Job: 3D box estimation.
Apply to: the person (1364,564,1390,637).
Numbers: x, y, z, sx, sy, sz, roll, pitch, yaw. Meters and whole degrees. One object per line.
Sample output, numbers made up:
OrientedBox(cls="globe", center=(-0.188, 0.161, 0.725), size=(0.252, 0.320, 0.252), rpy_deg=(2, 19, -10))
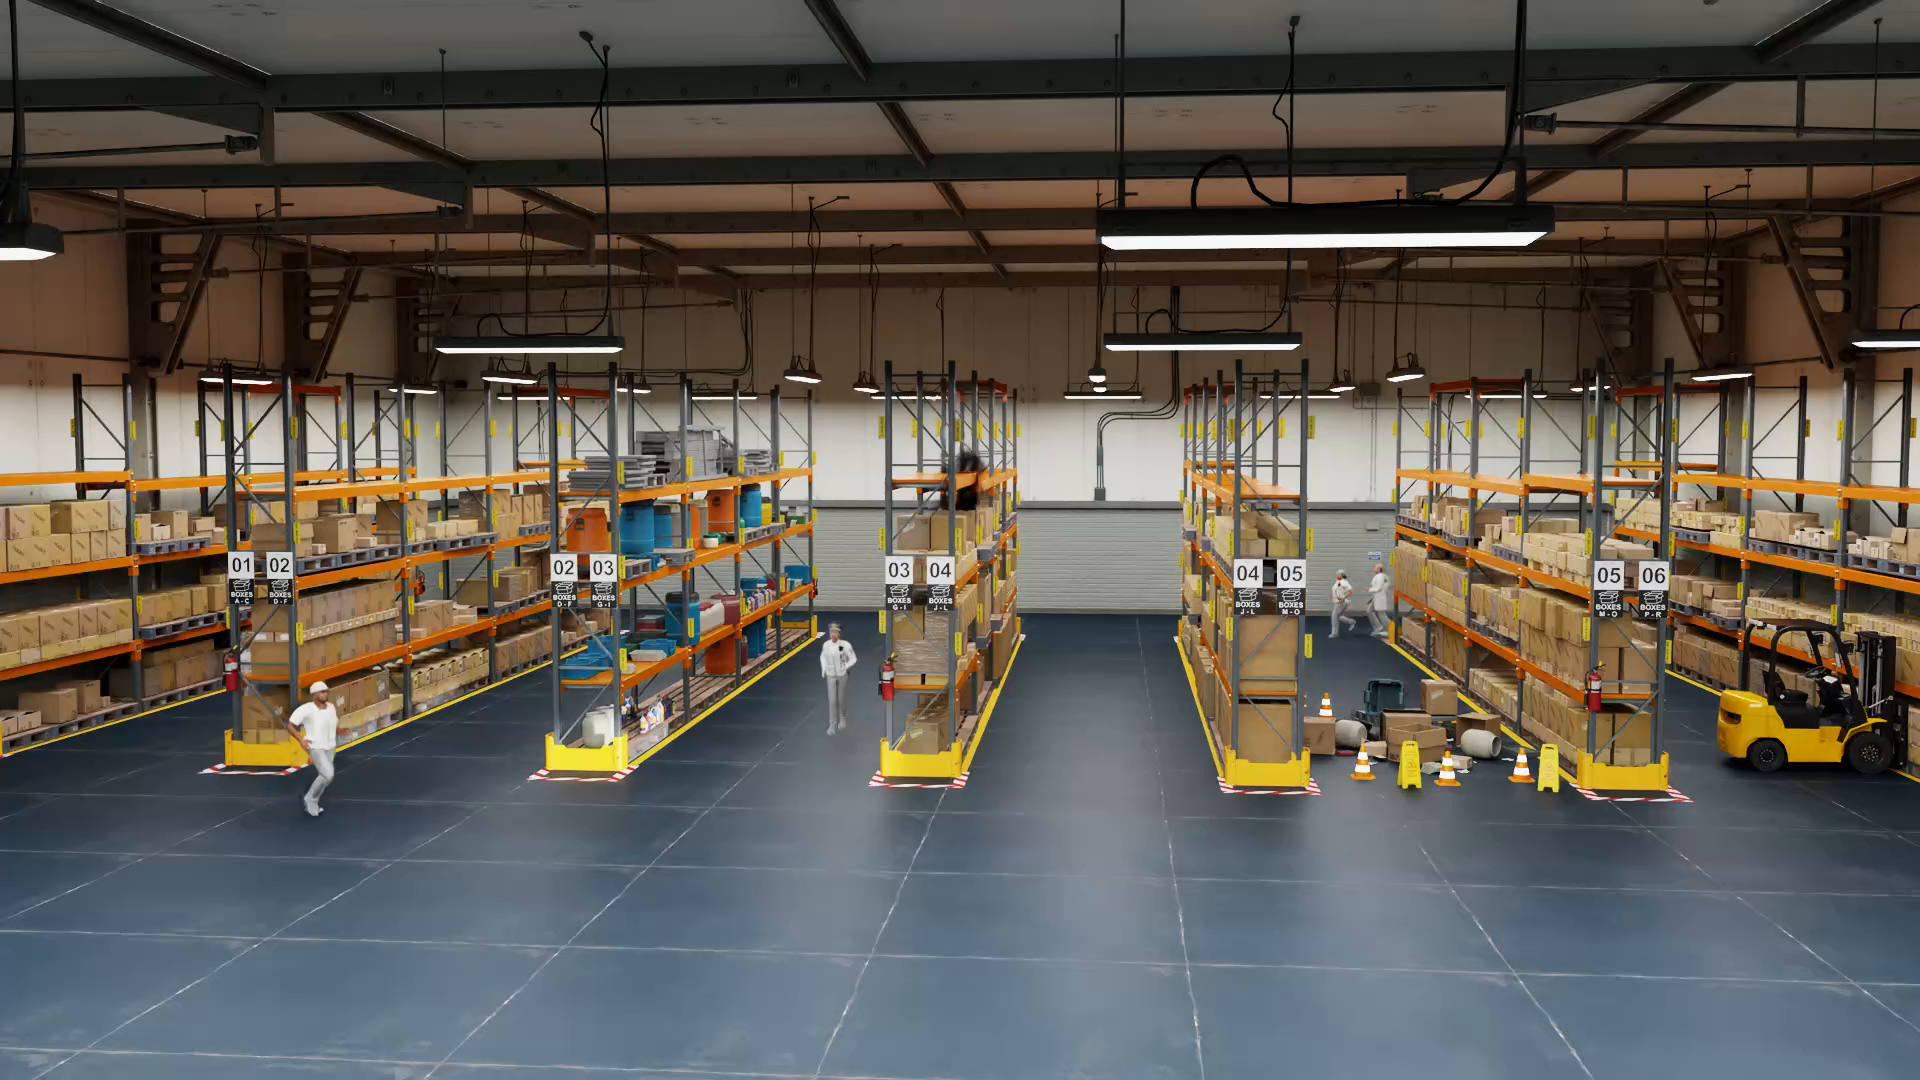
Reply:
OrientedBox(cls="person", center=(10.168, 1.475, 40.326), size=(0.754, 1.808, 0.702), rpy_deg=(1, 4, 12))

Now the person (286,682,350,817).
OrientedBox(cls="person", center=(-8.275, 2.707, 21.583), size=(0.645, 1.742, 0.675), rpy_deg=(2, 4, 23))

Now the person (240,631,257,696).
OrientedBox(cls="person", center=(-11.872, 2.361, 27.651), size=(0.568, 1.690, 1.092), rpy_deg=(0, 4, 2))

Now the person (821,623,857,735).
OrientedBox(cls="person", center=(-1.913, 2.147, 26.051), size=(0.608, 1.719, 0.773), rpy_deg=(1, 4, 9))

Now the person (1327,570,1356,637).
OrientedBox(cls="person", center=(9.293, 1.545, 40.385), size=(0.769, 1.655, 0.607), rpy_deg=(0, 4, -6))
